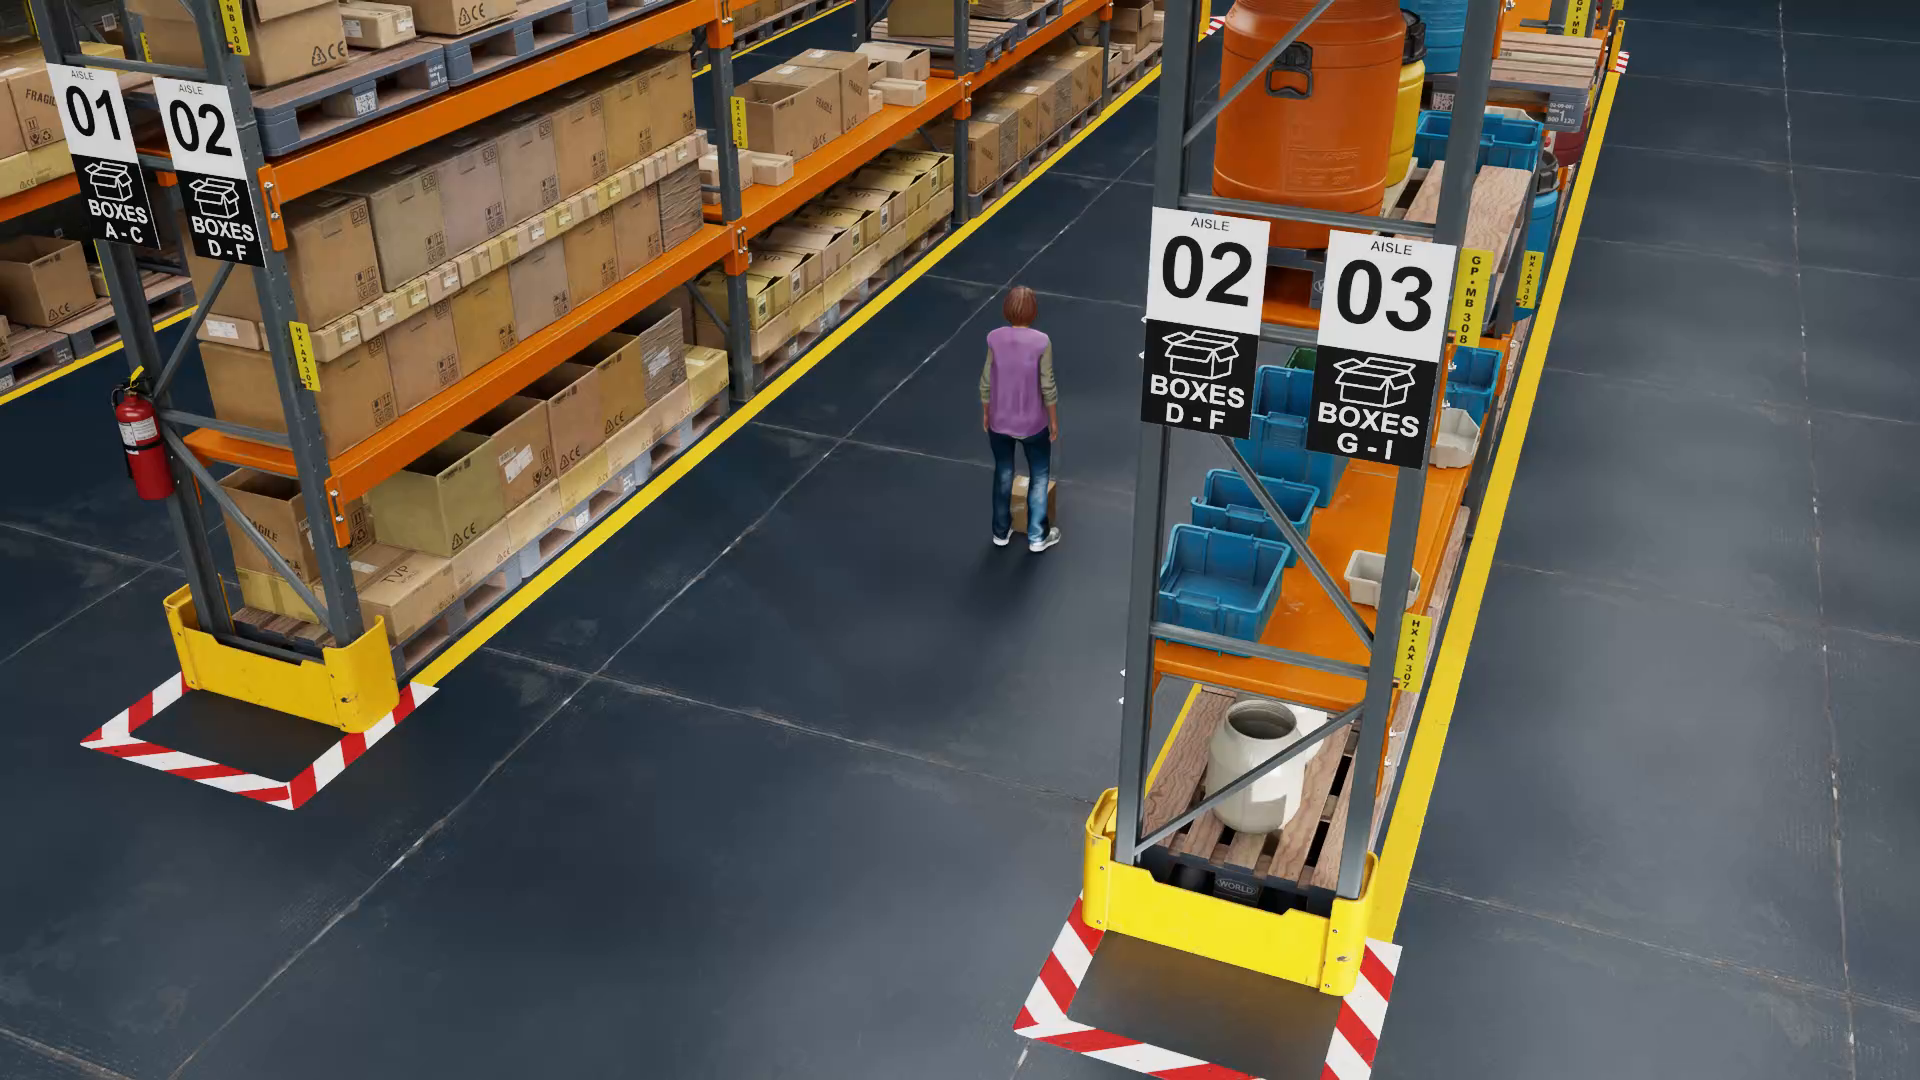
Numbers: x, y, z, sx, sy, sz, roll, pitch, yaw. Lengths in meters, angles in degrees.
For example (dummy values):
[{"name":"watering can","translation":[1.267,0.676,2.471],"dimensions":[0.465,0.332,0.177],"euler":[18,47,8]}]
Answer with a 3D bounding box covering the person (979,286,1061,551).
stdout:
[{"name":"person","translation":[0.345,-0.678,9.571],"dimensions":[0.471,1.590,0.348],"euler":[10,32,17]}]
